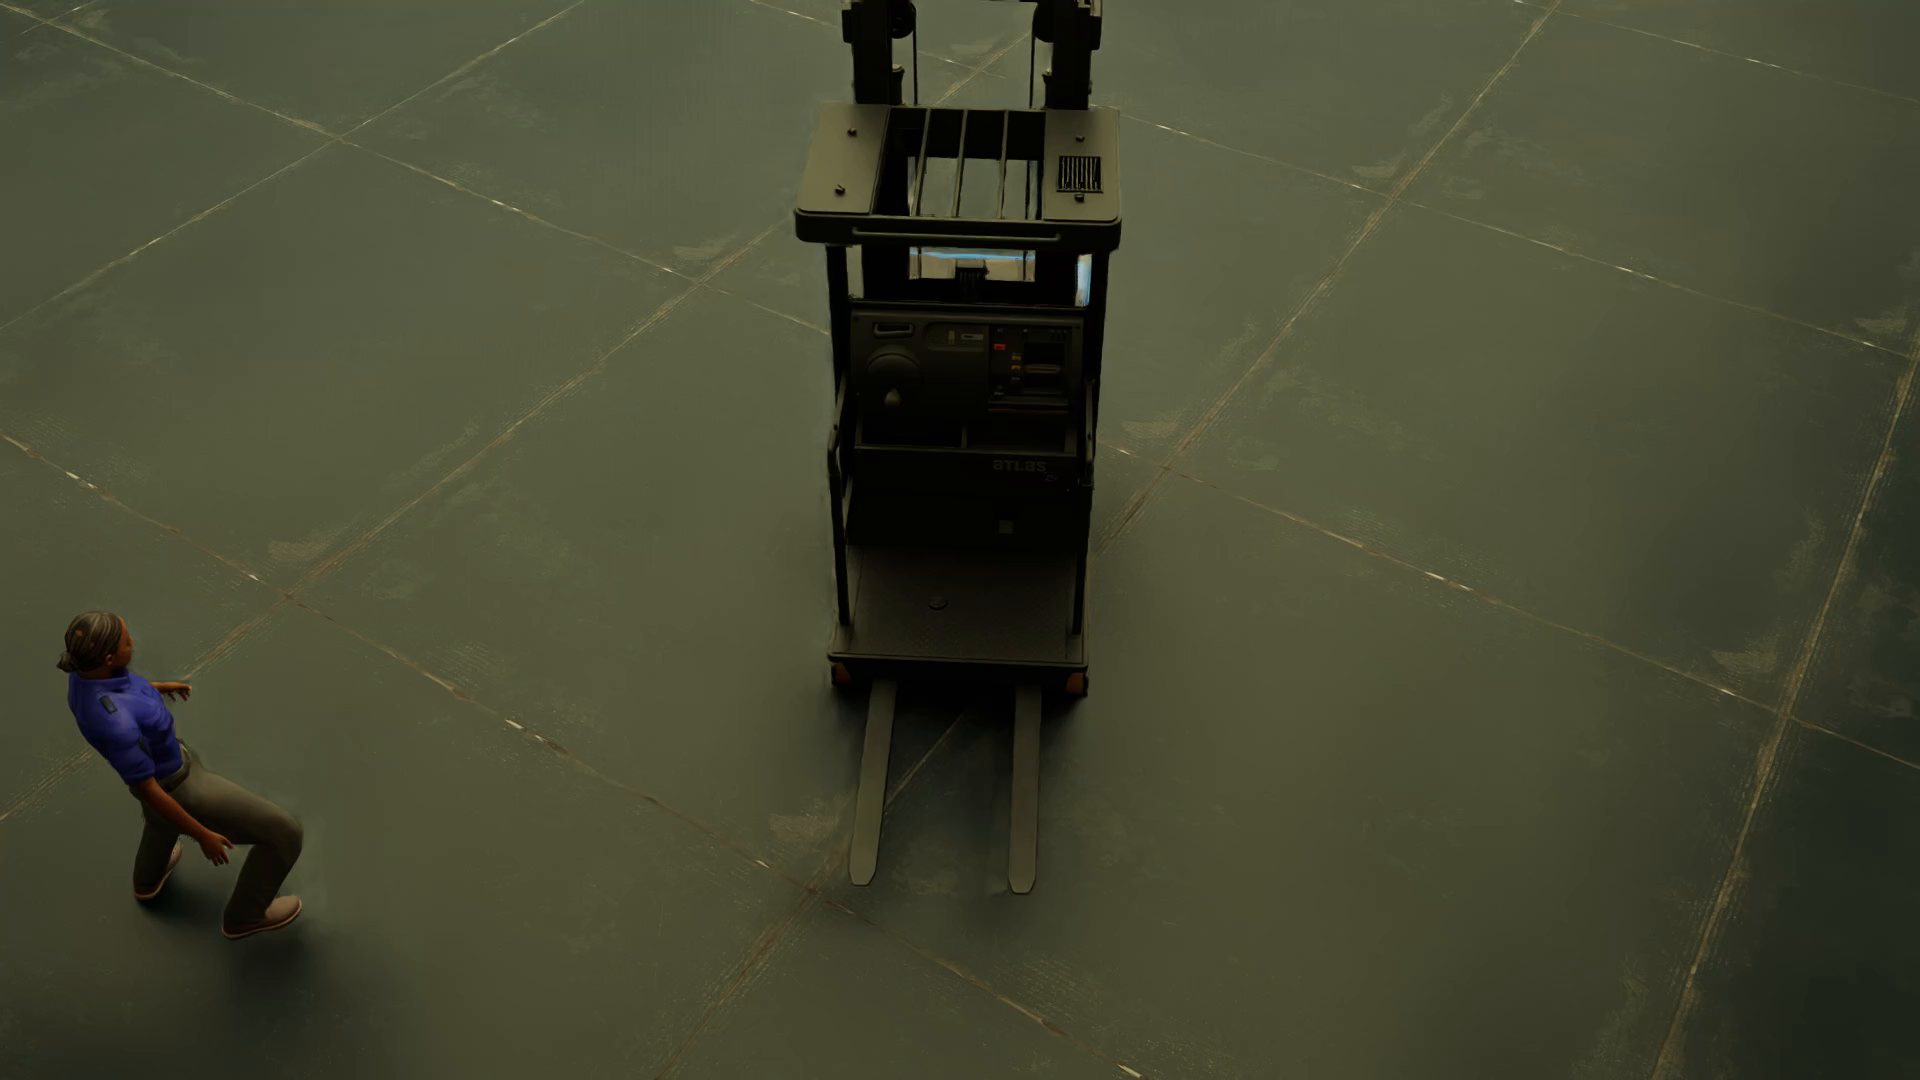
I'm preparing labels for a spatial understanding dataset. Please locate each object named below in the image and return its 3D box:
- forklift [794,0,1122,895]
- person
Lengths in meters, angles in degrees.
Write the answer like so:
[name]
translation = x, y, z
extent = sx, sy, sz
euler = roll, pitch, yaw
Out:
[forklift]
translation = 0.015, -0.624, 6.507
extent = 1.130, 2.935, 3.031
euler = 2, 44, 2
[person]
translation = -2.855, 0.832, 6.004
extent = 0.615, 1.549, 0.863
euler = -28, 50, -26
